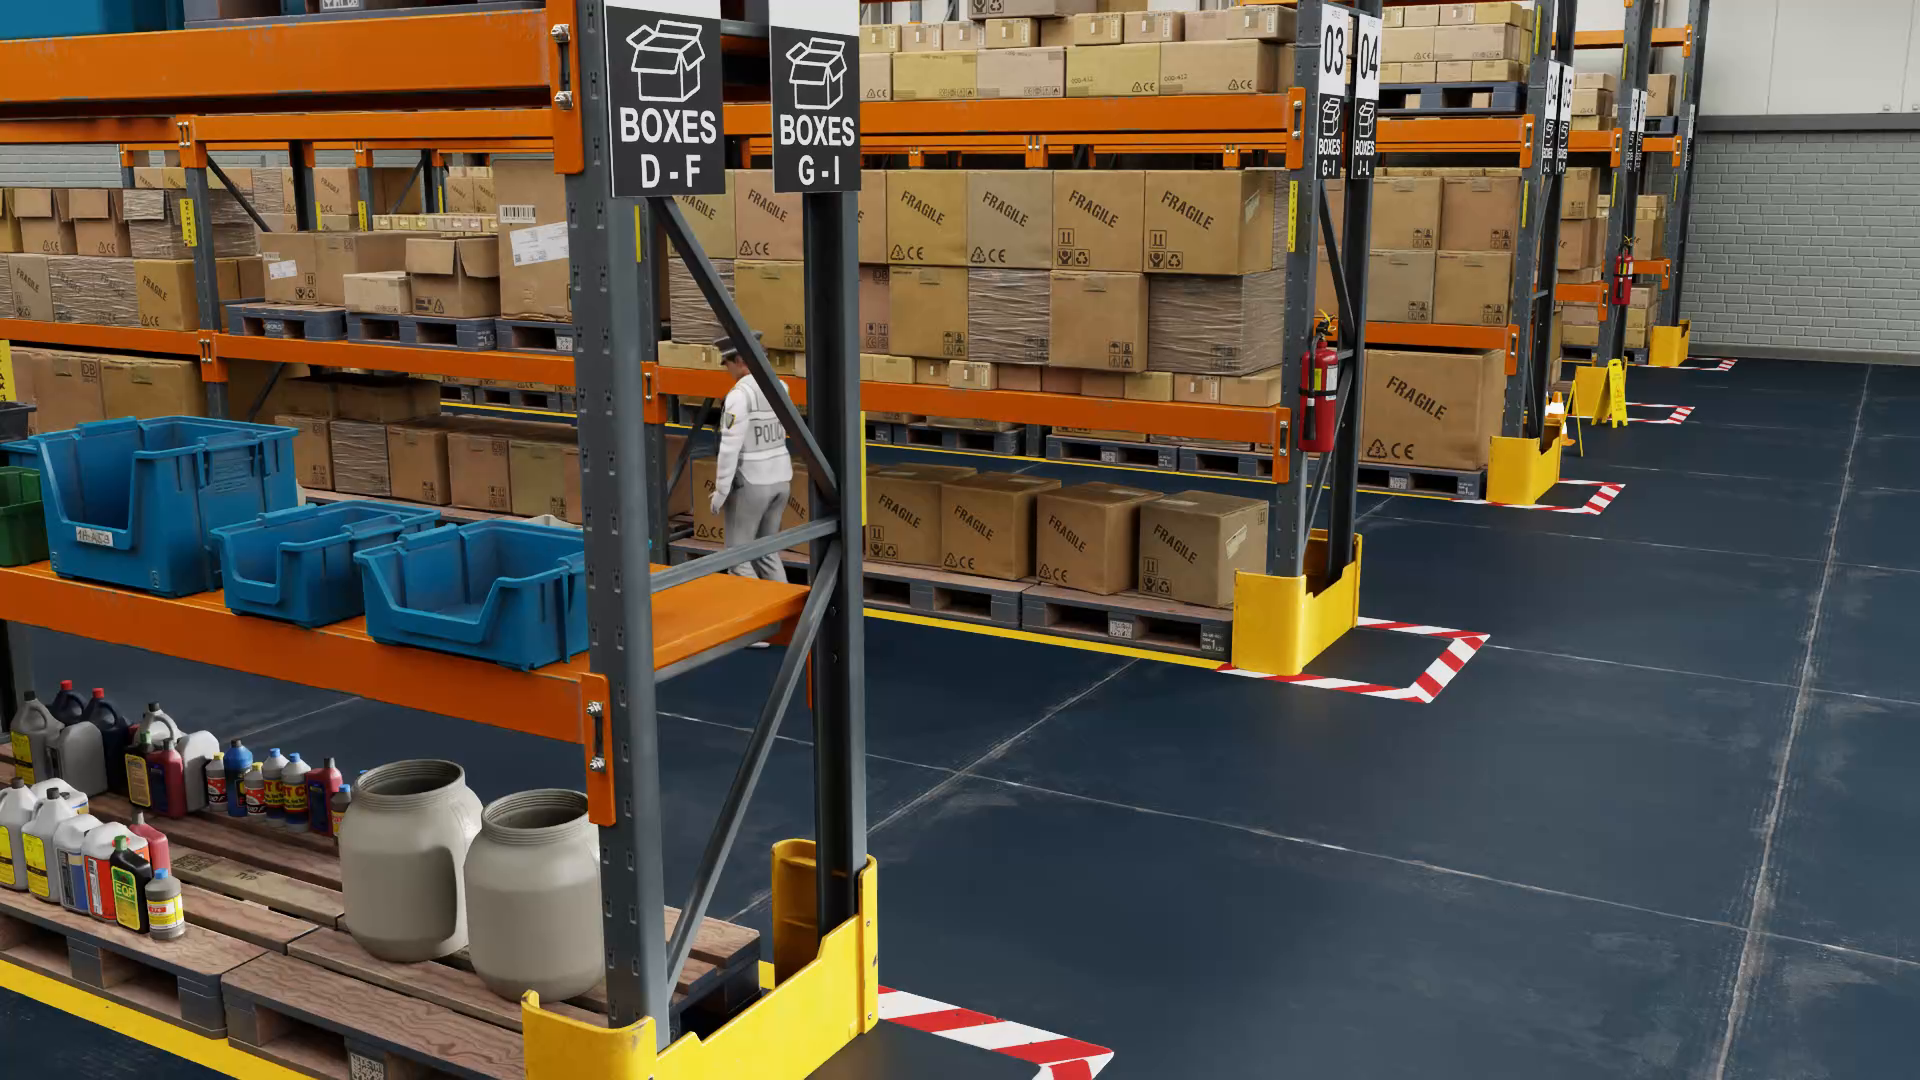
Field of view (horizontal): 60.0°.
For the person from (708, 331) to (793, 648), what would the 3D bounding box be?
[{"bbox_3d":[-1.084,-0.258,8.667,0.366,1.655,0.482,7,15,29],"label":"person"}]
